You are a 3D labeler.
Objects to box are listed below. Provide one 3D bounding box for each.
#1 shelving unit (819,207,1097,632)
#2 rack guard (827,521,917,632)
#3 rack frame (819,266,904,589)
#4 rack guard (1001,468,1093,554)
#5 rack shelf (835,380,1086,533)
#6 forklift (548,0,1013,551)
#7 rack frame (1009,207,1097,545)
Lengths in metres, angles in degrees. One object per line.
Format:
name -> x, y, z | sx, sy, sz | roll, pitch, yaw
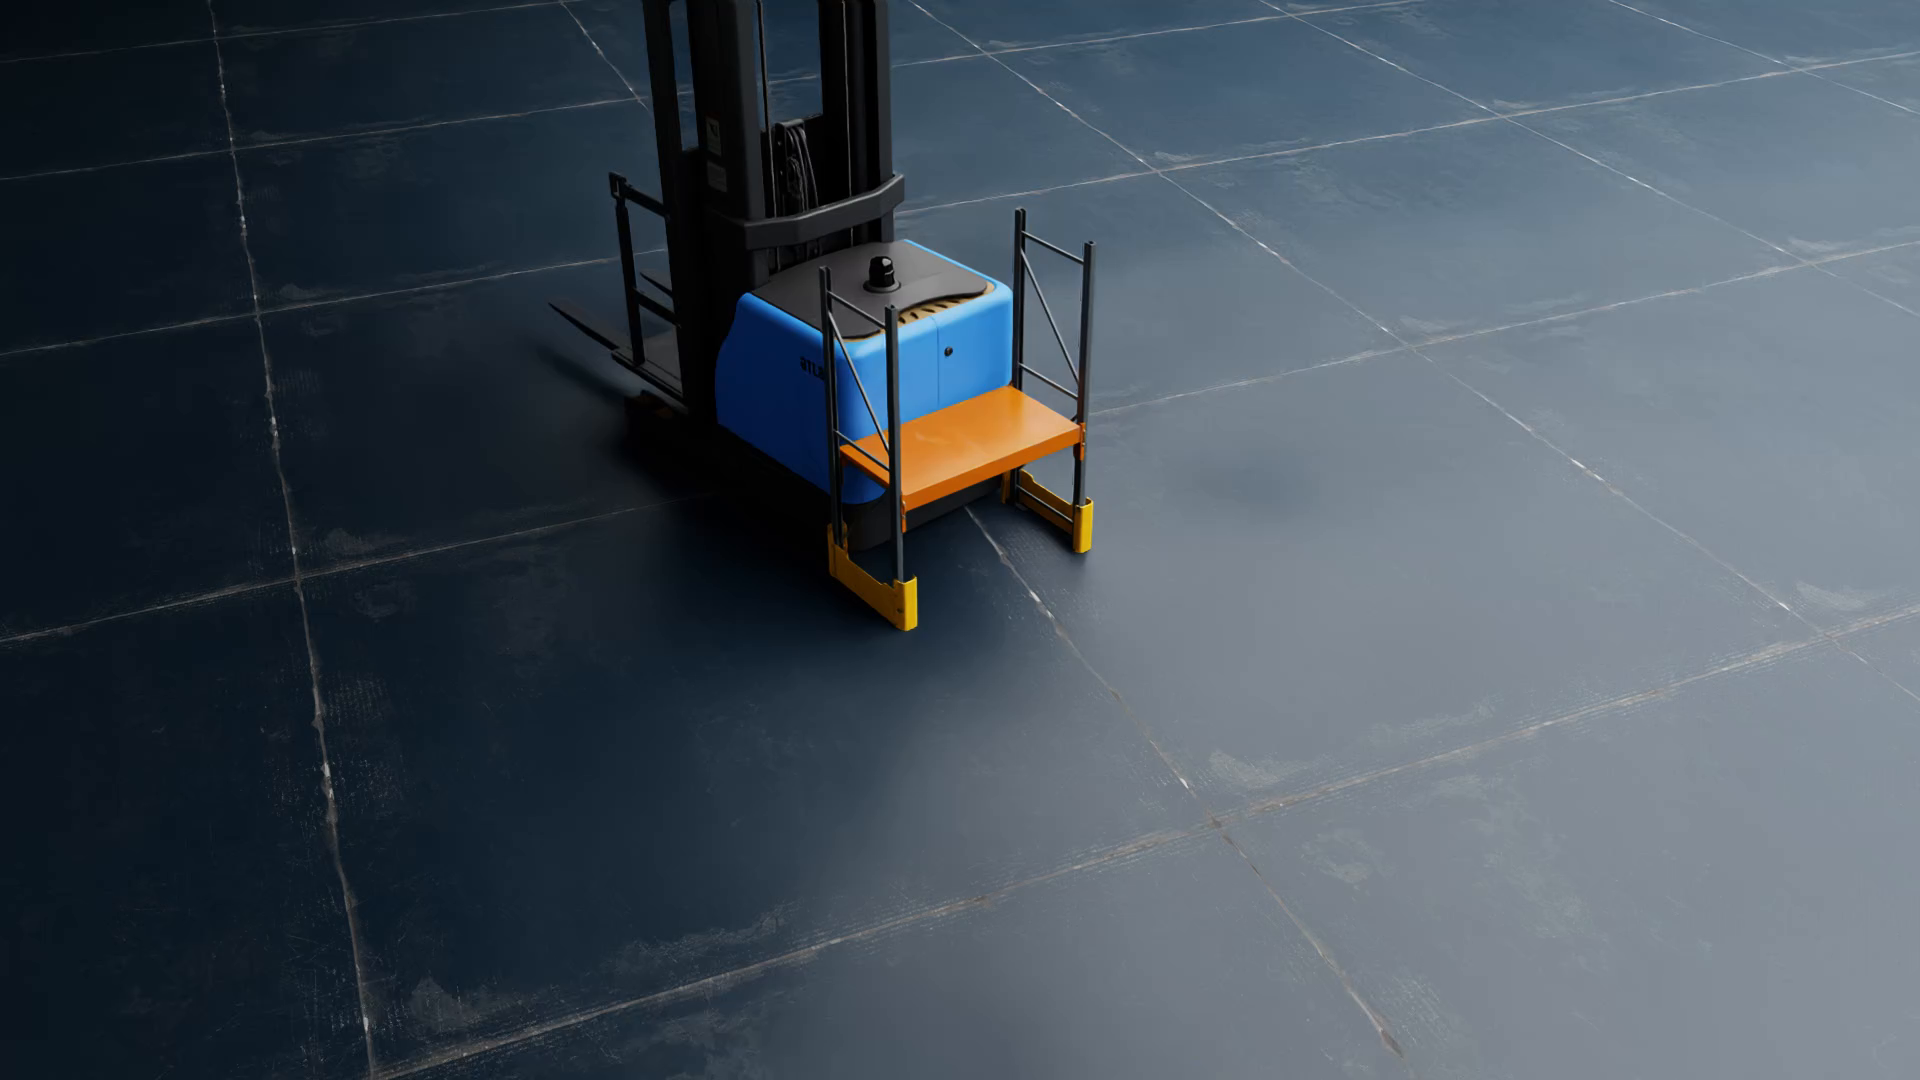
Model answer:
shelving unit -> 0.007, -0.537, 7.199 | 1.083, 1.500, 0.587 | -23, 39, -31
rack guard -> -0.387, 0.153, 7.285 | 0.087, 0.250, 0.587 | -23, 39, -31
rack frame -> -0.403, -0.364, 6.935 | 0.032, 1.500, 0.500 | -23, 39, -31
rack guard -> 0.401, -0.179, 7.795 | 0.087, 0.250, 0.587 | -23, 39, -31
rack shelf -> 0.000, -0.383, 7.293 | 1.000, 0.185, 0.538 | -23, 39, -31
forklift -> -1.089, -1.903, 7.987 | 1.130, 2.935, 3.031 | -26, 41, -34
rack frame -> 0.402, -0.703, 7.455 | 0.032, 1.500, 0.500 | -23, 39, -31
